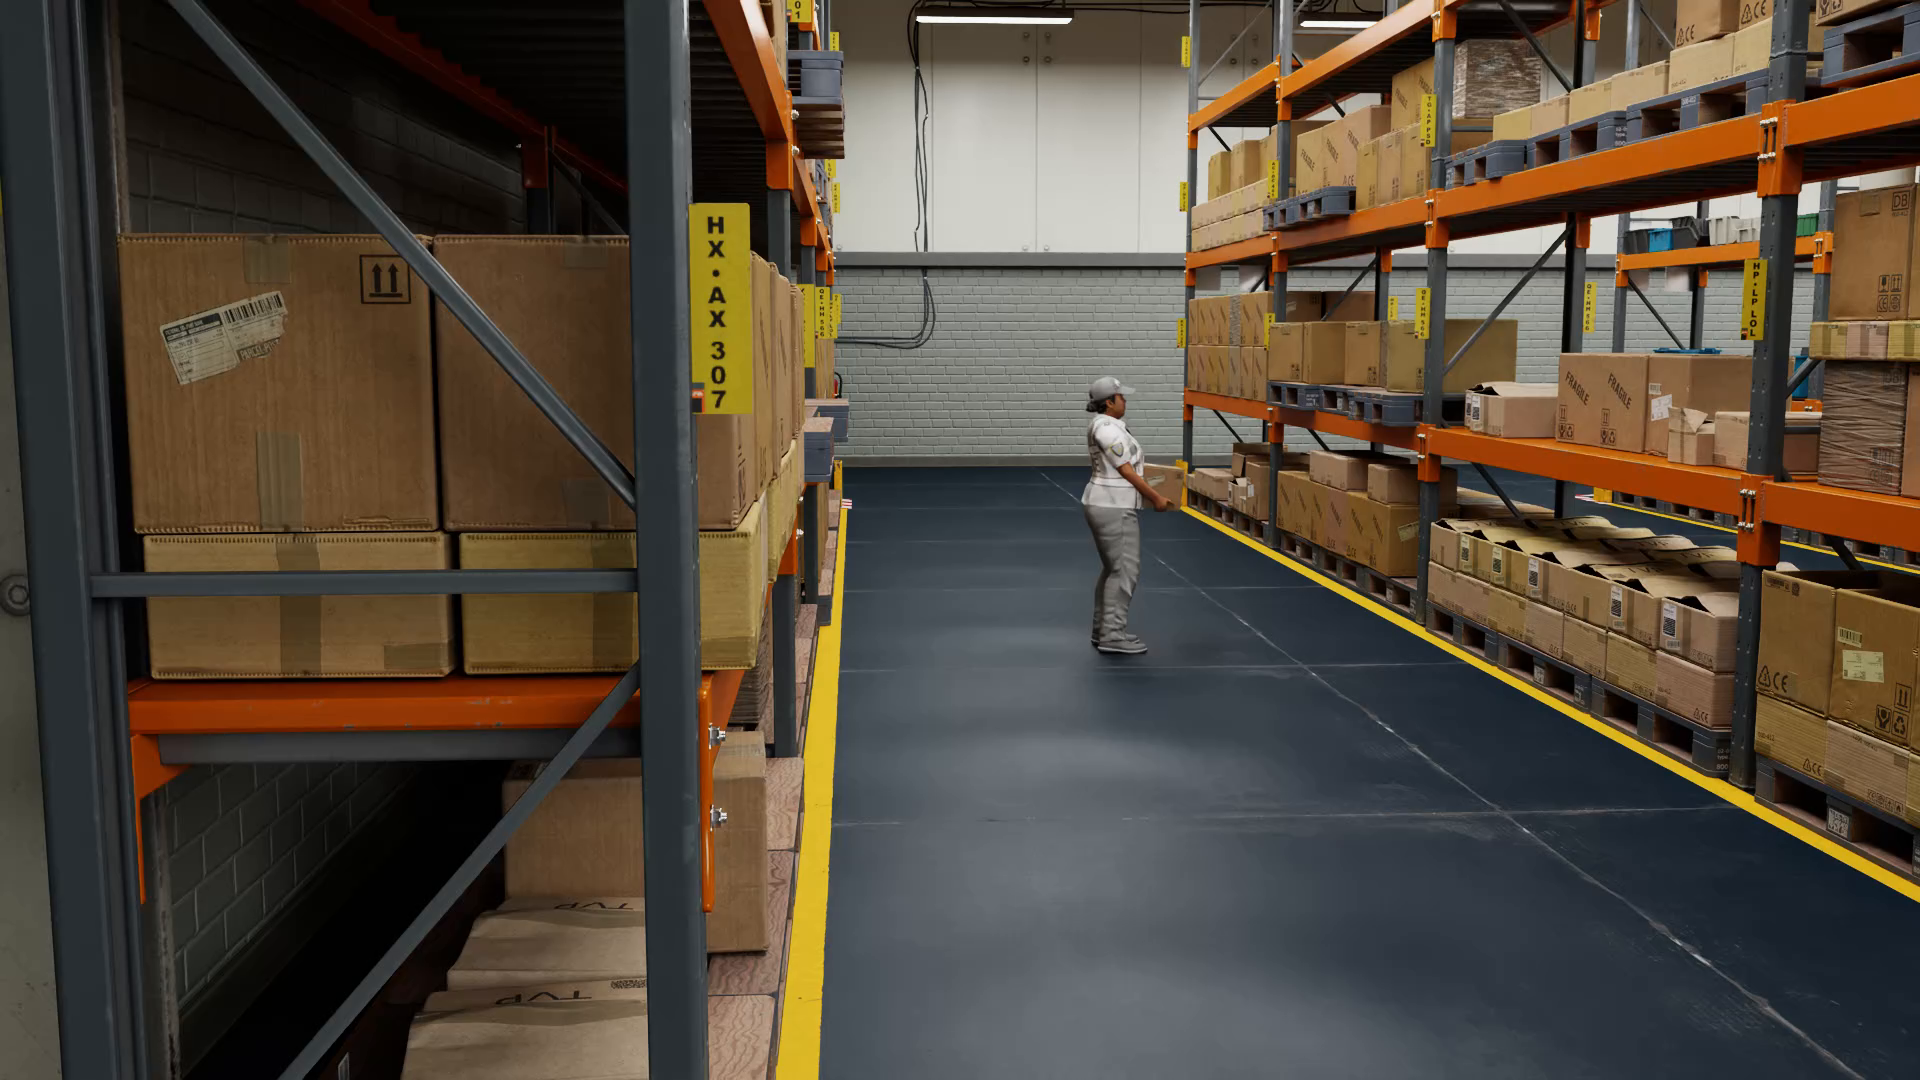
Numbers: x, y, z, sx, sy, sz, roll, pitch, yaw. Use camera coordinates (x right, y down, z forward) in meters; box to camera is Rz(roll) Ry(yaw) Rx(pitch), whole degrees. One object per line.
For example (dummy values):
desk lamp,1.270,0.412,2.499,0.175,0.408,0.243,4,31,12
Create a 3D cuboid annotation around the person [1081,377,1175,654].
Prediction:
person,1.011,-0.159,10.087,0.541,1.654,0.453,0,7,-3
